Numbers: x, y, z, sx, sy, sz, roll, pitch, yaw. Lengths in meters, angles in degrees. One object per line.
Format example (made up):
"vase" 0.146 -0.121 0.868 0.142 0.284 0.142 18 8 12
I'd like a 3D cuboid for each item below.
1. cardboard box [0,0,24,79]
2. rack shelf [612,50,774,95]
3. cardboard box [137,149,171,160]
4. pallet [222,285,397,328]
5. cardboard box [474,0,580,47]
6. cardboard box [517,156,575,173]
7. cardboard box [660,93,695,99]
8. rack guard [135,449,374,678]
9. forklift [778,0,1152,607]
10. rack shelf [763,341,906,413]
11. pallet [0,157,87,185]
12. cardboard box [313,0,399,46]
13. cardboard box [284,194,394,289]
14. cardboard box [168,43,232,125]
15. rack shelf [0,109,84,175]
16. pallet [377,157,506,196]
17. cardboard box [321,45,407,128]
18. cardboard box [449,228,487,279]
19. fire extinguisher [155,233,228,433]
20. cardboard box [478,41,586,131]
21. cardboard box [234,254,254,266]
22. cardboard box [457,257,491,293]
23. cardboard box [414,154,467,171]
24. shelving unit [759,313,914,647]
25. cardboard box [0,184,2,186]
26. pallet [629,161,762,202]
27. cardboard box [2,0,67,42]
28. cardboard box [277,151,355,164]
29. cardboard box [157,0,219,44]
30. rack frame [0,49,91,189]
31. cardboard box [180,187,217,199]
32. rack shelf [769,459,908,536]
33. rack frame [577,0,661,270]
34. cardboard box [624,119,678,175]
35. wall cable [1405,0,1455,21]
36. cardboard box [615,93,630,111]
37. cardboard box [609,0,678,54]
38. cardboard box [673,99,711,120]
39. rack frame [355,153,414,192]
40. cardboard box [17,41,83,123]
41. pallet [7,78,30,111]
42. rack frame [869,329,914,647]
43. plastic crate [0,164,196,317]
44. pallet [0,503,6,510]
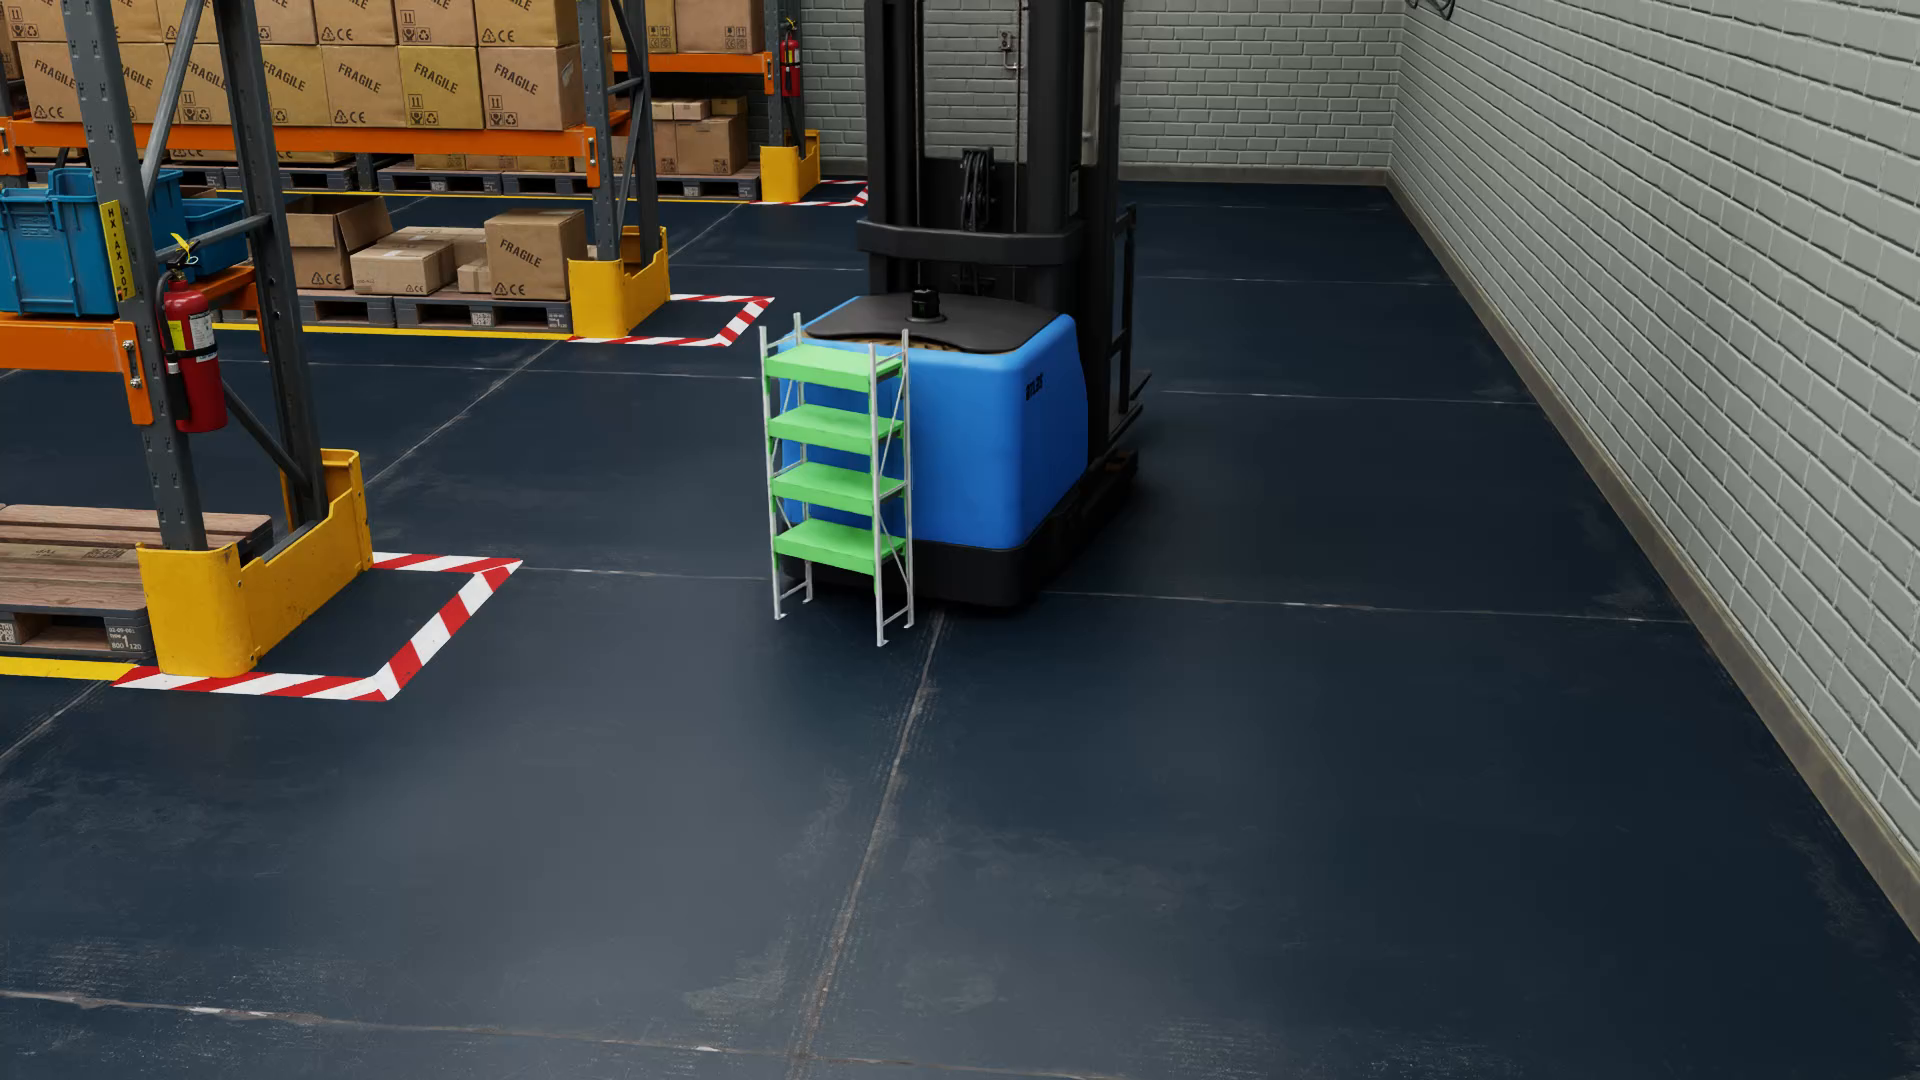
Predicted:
"cardboard box" -6.616 -3.424 11.313 0.500 0.500 0.700 -5 22 -12
"rack shelf" -3.607 -4.468 15.639 4.000 0.370 1.077 2 22 6
"cardboard box" -7.981 -4.137 16.178 0.750 0.750 0.750 2 22 6
"pallet" -4.275 -1.701 11.456 1.213 0.211 1.003 2 22 6
"cardboard box" -2.674 -3.337 10.305 0.500 0.500 0.500 2 22 6
"cardboard box" -3.854 -3.806 15.815 0.500 0.500 0.700 3 22 8
"cardboard box" -2.683 -4.133 15.761 0.250 0.149 0.380 3 22 6
"rack guard" -2.761 0.060 6.607 0.348 0.500 1.175 2 22 6
"forklift" 0.234 -1.610 7.525 1.130 2.935 3.031 7 23 18
"rack shelf" -0.467 -0.614 6.224 0.480 0.148 0.258 12 25 28
"pallet" -8.791 -3.703 16.520 1.213 0.211 1.003 2 22 6
"cardboard box" -3.692 -3.379 10.412 0.500 0.500 0.500 3 22 8
"cardboard box" -4.306 -2.044 11.328 0.637 0.503 0.797 2 22 6
"cardboard box" -4.693 -2.961 10.715 0.500 0.500 0.500 2 22 6
"rack shelf" -8.158 -2.832 11.501 4.000 0.370 1.077 2 22 6
"pallet" -4.847 -3.530 16.083 1.213 0.211 1.003 2 22 6
"cardboard box" -3.687 -2.918 10.605 0.500 0.500 0.500 3 22 7
"cardboard box" -3.203 -1.981 11.513 0.500 0.250 0.500 2 22 6
"fire extinguisher" -2.690 -0.717 5.785 0.183 0.674 0.296 2 22 6
"cardboard box" -2.677 -2.873 10.492 0.500 0.500 0.500 3 22 8
"cardboard box" -4.921 -1.836 11.259 0.250 0.166 0.380 2 22 6
"cardboard box" -3.161 -1.778 11.112 0.250 0.166 0.380 2 22 6
"cardboard box" -4.862 -3.852 15.931 0.500 0.500 0.700 3 22 7
"shelving unit" -0.464 -0.229 6.382 0.503 1.200 0.258 12 25 28
"cardboard box" -7.155 -2.251 11.855 0.500 0.500 0.500 3 22 7
"pallet" -2.424 -3.425 15.816 1.213 0.211 1.003 2 22 6
"cardboard box" -5.737 -3.468 10.637 0.500 0.500 0.500 3 22 8
"cardboard box" -6.254 -4.065 15.995 0.750 0.750 0.750 3 22 7
"cardboard box" -4.715 -3.424 10.524 0.500 0.500 0.500 2 22 5
"rack frame" -6.172 -3.080 11.150 0.127 3.000 1.000 2 22 6
"cardboard box" -5.573 -2.201 11.729 0.500 0.500 0.500 2 22 6
"rack shelf" -0.464 -0.170 6.406 0.480 0.148 0.258 12 25 28
"rack frame" -2.200 -2.907 10.713 0.127 3.000 1.000 2 22 6
"cardboard box" -2.825 -3.764 15.709 0.500 0.500 0.700 2 22 6
"wall cable" 3.954 -5.686 13.807 0.112 2.526 3.097 2 22 6
"cardboard box" -3.184 -4.155 15.816 0.250 0.149 0.380 3 22 7
"cardboard box" -2.852 -4.901 15.348 0.700 0.700 0.980 2 22 6
"cardboard box" -2.477 -3.983 15.381 0.250 0.149 0.380 2 22 6
"rack frame" -5.593 -4.889 15.725 0.127 3.000 1.000 2 22 6
"cardboard box" -5.698 -3.005 10.825 0.500 0.500 0.500 3 22 8
"pallet" -6.953 -3.065 11.374 1.213 0.211 1.003 2 22 6
"rack frame" -0.254 -0.183 6.266 0.015 1.200 0.240 12 25 28
"plastic crate" -3.141 -1.089 5.985 0.499 0.435 0.616 2 22 6
"pallet" -4.809 0.095 6.913 1.213 0.211 1.003 2 22 6
